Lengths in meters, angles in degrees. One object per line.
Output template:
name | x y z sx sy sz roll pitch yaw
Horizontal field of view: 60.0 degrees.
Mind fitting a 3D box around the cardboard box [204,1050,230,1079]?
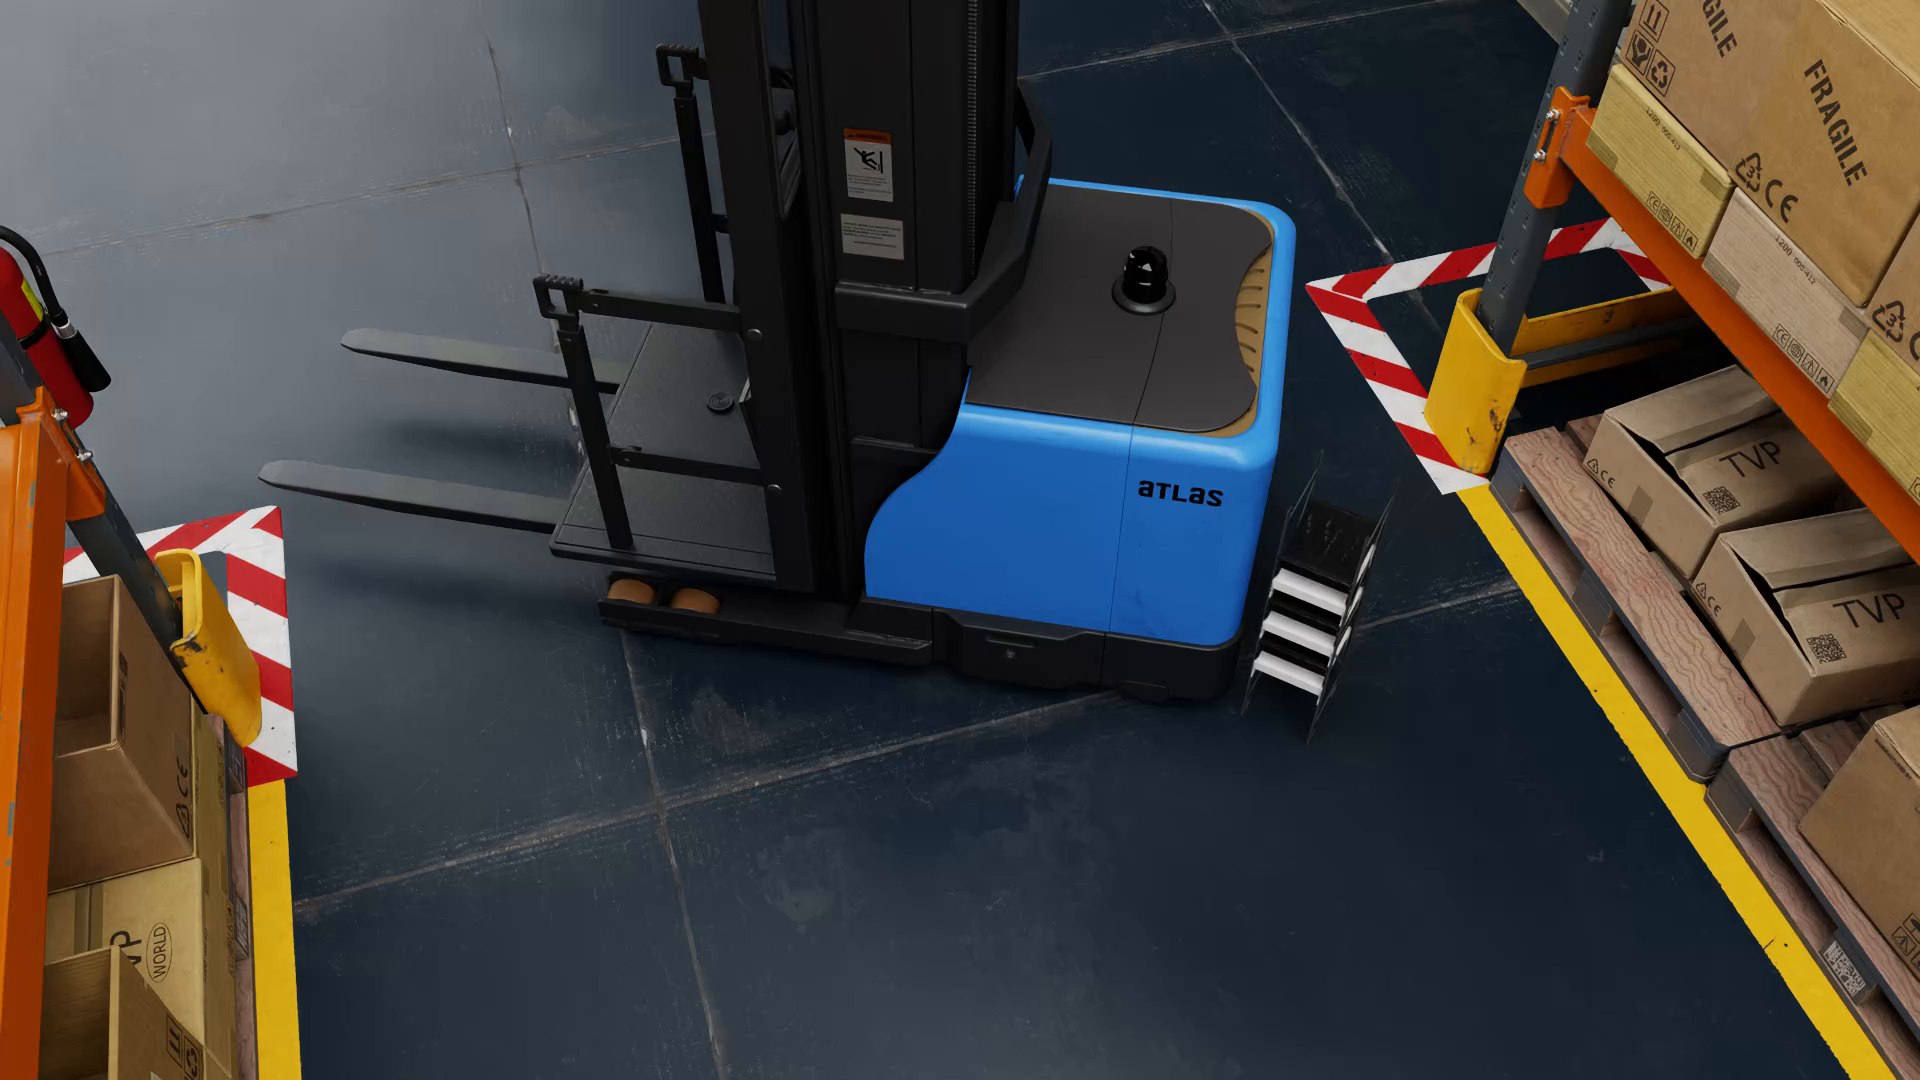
cardboard box | -1.848 1.444 3.594 0.500 0.250 0.500 -13 51 -11

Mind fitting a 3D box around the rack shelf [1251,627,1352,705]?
rack shelf | 0.963 0.313 4.676 0.200 0.077 0.258 23 54 18

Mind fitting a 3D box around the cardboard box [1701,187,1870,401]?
cardboard box | 2.141 -0.635 3.909 0.500 0.250 0.500 -15 51 -12

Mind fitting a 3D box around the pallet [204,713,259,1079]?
pallet | -2.332 1.089 4.194 1.003 0.211 1.213 -13 51 -11

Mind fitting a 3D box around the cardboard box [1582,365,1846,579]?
cardboard box | 2.251 -0.231 4.954 0.500 0.311 0.500 -19 52 -15

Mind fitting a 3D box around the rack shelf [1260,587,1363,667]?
rack shelf | 0.963 0.197 4.539 0.200 0.077 0.258 23 54 18

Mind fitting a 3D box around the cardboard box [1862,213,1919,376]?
cardboard box | 2.270 -0.523 3.323 0.500 0.500 0.500 -15 51 -12

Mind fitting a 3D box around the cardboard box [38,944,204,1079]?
cardboard box | -1.846 1.202 3.308 0.500 0.500 0.500 -13 51 -11

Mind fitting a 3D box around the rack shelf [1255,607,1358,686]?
rack shelf | 0.963 0.255 4.607 0.200 0.077 0.258 23 54 18

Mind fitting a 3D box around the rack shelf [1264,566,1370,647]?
rack shelf | 0.963 0.139 4.470 0.200 0.077 0.258 23 54 18

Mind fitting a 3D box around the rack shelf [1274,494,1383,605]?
rack shelf | 0.963 0.023 4.332 0.200 0.077 0.258 23 54 18

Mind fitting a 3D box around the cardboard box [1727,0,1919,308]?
cardboard box | 2.124 -0.901 3.643 0.500 0.500 0.500 -13 51 -11

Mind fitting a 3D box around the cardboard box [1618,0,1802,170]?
cardboard box | 1.987 -1.265 3.949 0.500 0.500 0.500 -13 51 -11

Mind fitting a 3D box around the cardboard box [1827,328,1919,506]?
cardboard box | 2.286 -0.262 3.594 0.500 0.250 0.500 -14 51 -12

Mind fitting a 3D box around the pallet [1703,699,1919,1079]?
pallet | 2.719 0.964 4.300 1.003 0.211 1.213 -13 51 -11

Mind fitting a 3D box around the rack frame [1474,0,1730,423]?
rack frame | 2.133 -1.481 4.537 1.000 3.000 0.127 -13 51 -11

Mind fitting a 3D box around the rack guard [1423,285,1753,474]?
rack guard | 2.155 -0.620 5.446 1.175 0.500 0.348 -13 51 -11

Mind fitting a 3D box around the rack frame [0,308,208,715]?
rack frame | -2.598 -0.359 3.590 1.000 3.000 0.127 -13 51 -11

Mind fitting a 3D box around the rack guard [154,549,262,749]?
rack guard | -2.605 0.429 4.561 1.175 0.500 0.348 -13 51 -11

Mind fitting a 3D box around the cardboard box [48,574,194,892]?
cardboard box | -2.155 0.475 3.921 0.500 0.500 0.500 -13 51 -11

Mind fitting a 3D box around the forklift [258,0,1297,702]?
forklift | -0.617 -1.033 4.204 3.031 2.935 1.130 8 50 7

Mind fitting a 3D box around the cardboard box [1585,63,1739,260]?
cardboard box | 1.974 -1.011 4.226 0.500 0.250 0.500 -15 51 -12

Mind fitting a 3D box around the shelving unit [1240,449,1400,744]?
shelving unit | 0.963 0.176 4.513 0.210 0.900 0.258 23 54 18

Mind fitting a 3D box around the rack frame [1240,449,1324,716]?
rack frame | 0.874 0.138 4.545 0.006 0.900 0.240 23 54 18

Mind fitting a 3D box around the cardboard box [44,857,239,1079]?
cardboard box | -1.998 1.080 3.902 0.500 0.250 0.500 -13 51 -11

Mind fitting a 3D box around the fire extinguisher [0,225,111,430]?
fire extinguisher | -2.189 -0.525 3.781 0.296 0.674 0.183 -13 51 -11

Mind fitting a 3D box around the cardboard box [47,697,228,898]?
cardboard box | -2.157 0.717 4.207 0.500 0.250 0.500 -13 51 -11

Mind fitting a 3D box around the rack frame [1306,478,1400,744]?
rack frame | 1.052 0.214 4.481 0.006 0.900 0.240 23 54 18

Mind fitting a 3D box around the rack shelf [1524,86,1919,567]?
rack shelf | 2.724 0.211 3.581 1.077 0.370 4.000 -13 51 -11

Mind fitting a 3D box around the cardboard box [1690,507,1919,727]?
cardboard box | 2.420 0.185 4.603 0.500 0.311 0.500 -10 51 -8

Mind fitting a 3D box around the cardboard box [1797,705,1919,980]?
cardboard box | 2.589 0.672 4.069 0.700 0.500 0.500 -16 52 -13

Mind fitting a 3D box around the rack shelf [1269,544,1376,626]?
rack shelf | 0.963 0.081 4.401 0.200 0.077 0.258 23 54 18

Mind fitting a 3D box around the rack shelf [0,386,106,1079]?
rack shelf | -2.007 1.334 2.634 1.077 0.370 4.000 -13 51 -11

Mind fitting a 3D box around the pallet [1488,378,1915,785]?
pallet | 2.362 0.074 5.049 1.003 0.211 1.213 -13 51 -11
